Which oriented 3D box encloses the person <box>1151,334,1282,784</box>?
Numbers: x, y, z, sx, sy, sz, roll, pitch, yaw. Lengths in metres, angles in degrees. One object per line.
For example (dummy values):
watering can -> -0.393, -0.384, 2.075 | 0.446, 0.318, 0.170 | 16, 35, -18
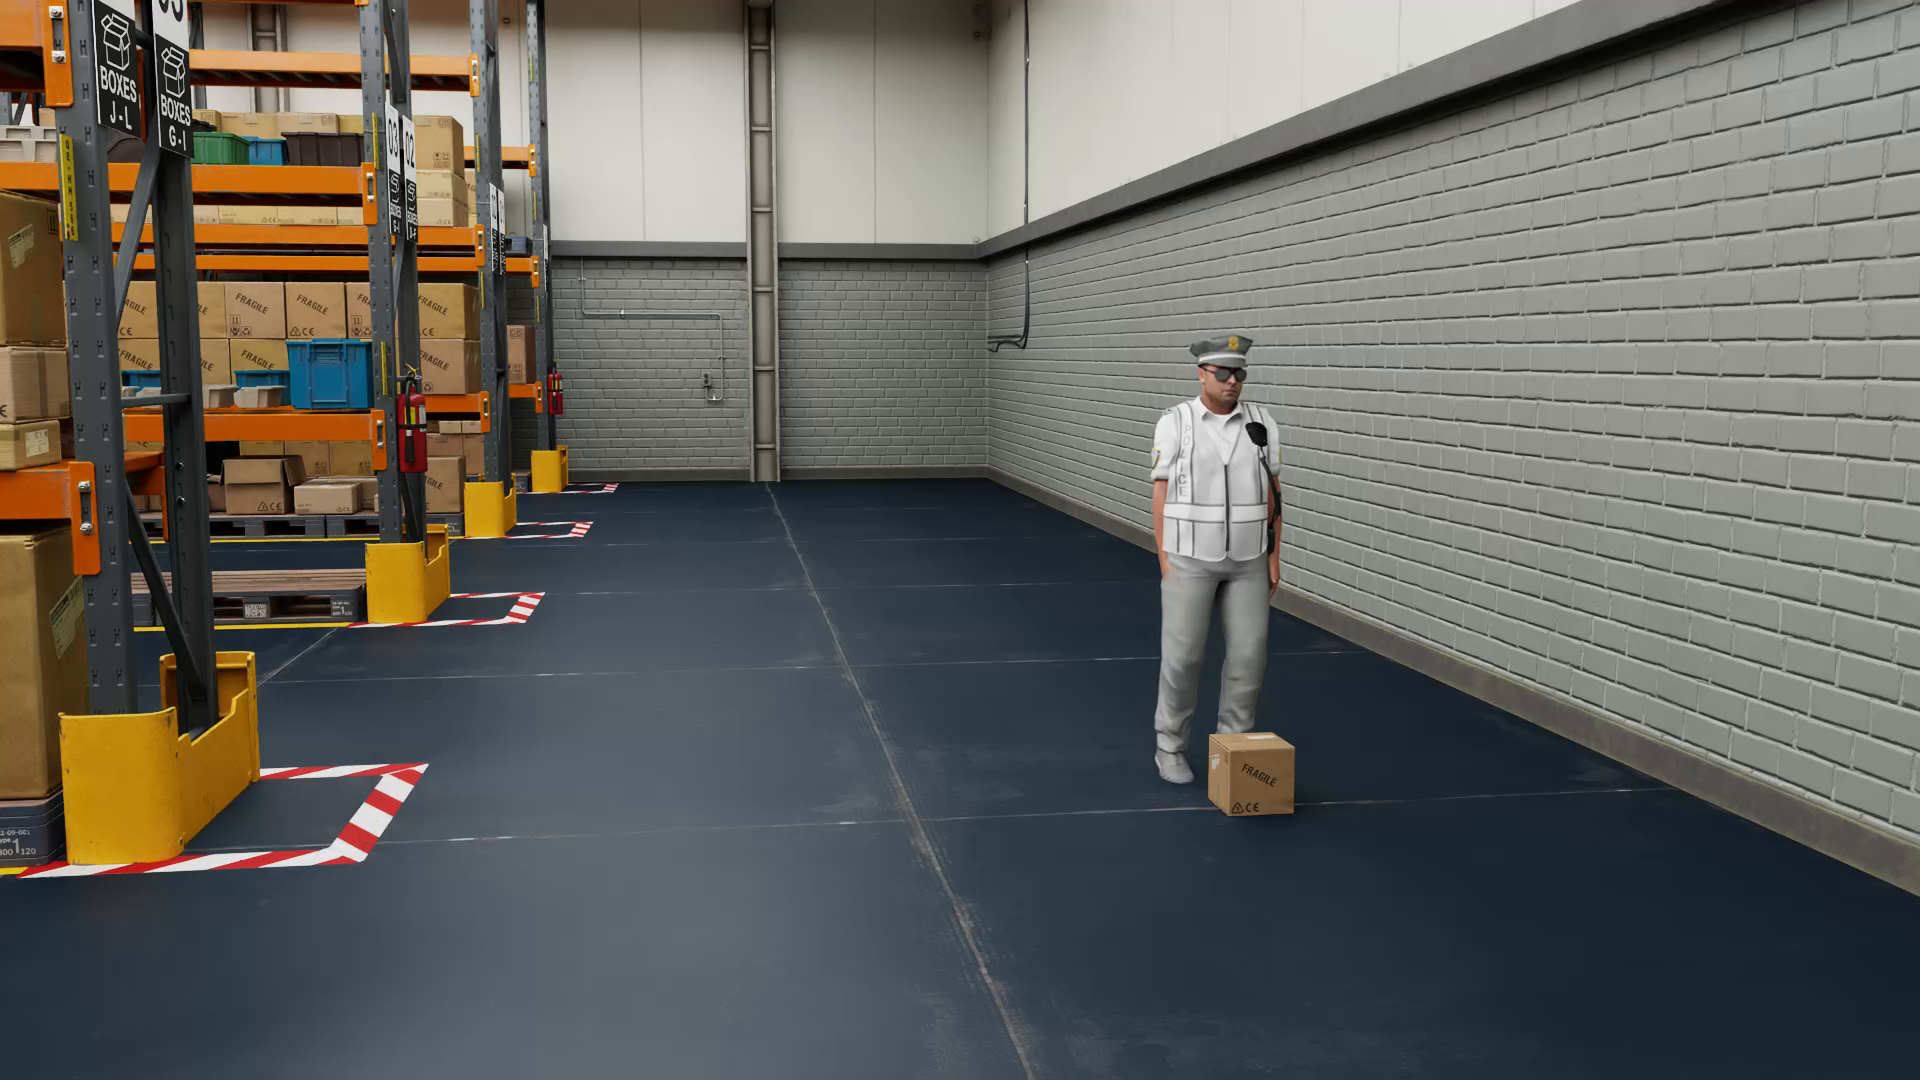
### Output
person -> 1.027, 0.081, 6.585 | 0.527, 1.778, 0.393 | -1, 6, -7
